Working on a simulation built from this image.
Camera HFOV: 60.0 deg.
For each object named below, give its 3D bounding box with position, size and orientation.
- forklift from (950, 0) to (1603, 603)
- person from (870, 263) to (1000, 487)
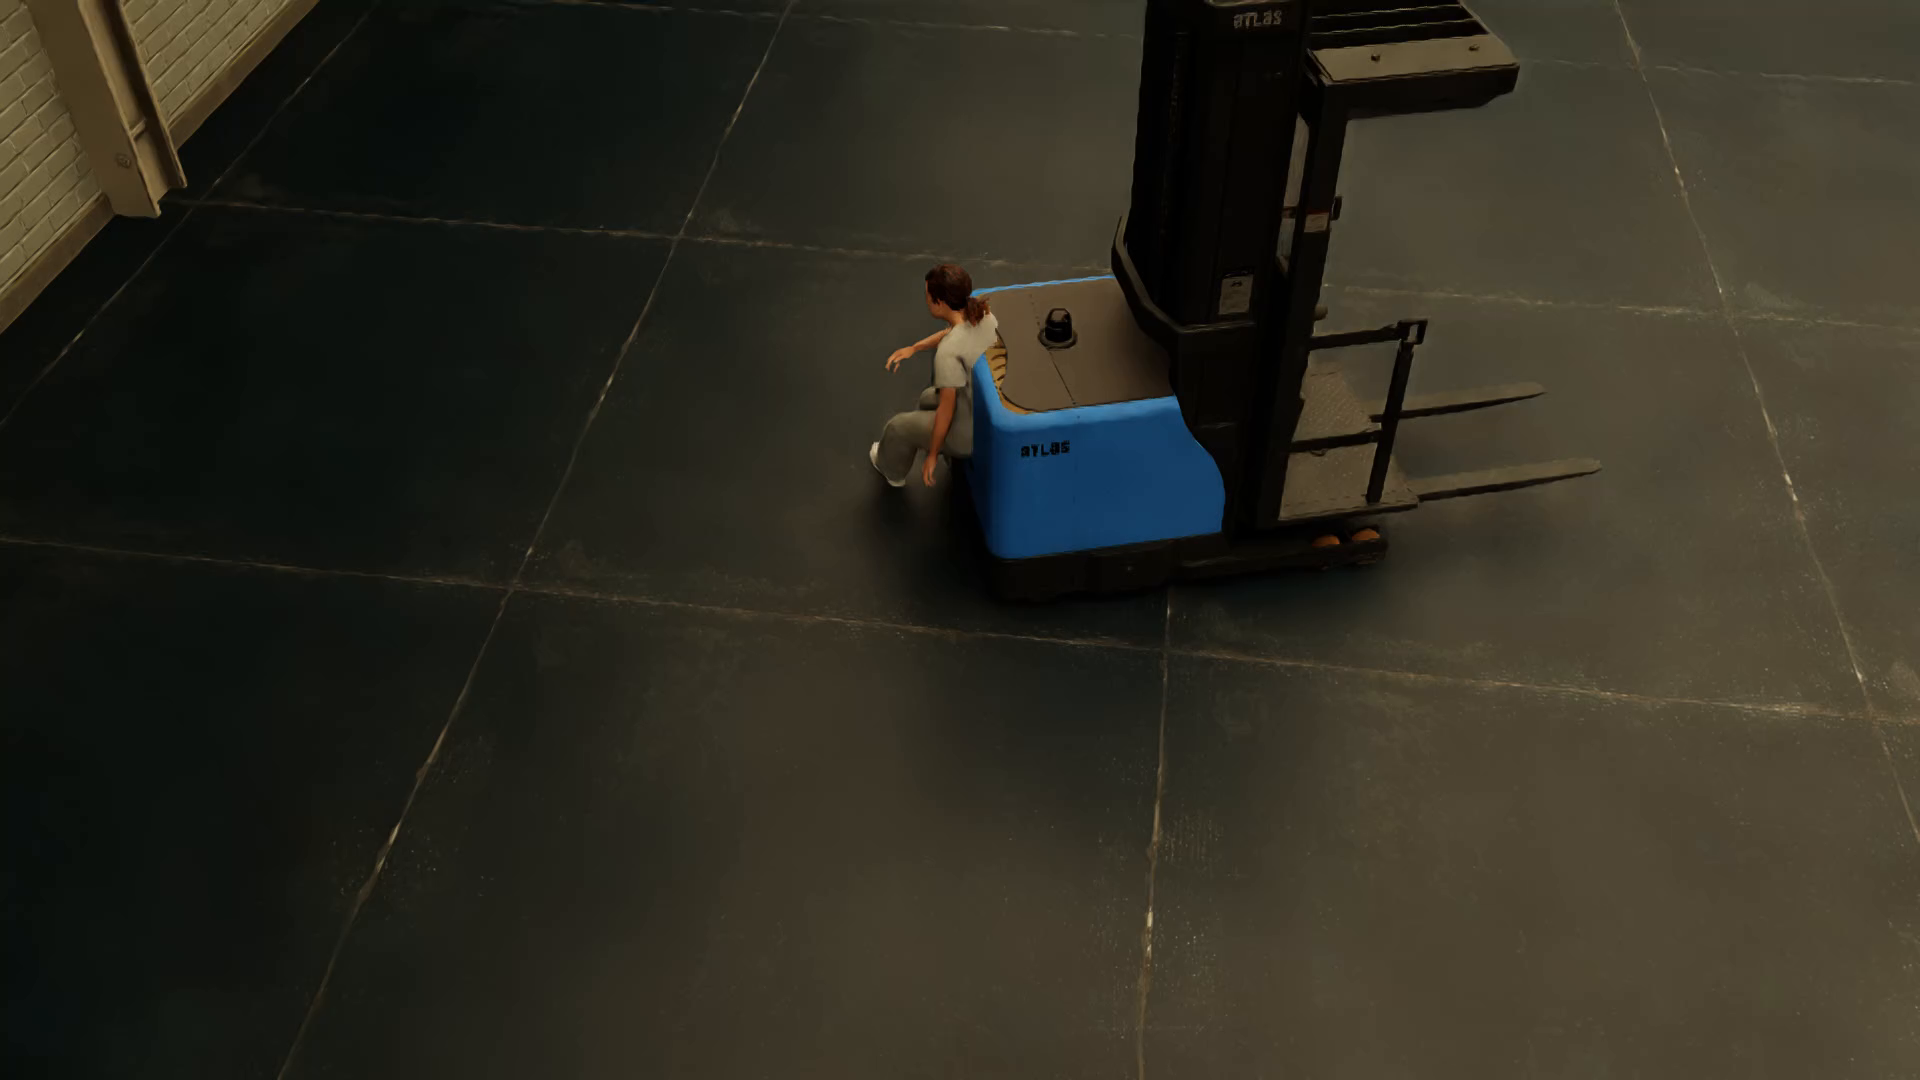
[{"bbox_3d":[1.521,-1.287,7.125,3.031,2.935,1.130,-7,43,-8],"label":"forklift"},{"bbox_3d":[-0.183,-0.654,7.619,0.868,1.446,0.833,24,48,24],"label":"person"}]
